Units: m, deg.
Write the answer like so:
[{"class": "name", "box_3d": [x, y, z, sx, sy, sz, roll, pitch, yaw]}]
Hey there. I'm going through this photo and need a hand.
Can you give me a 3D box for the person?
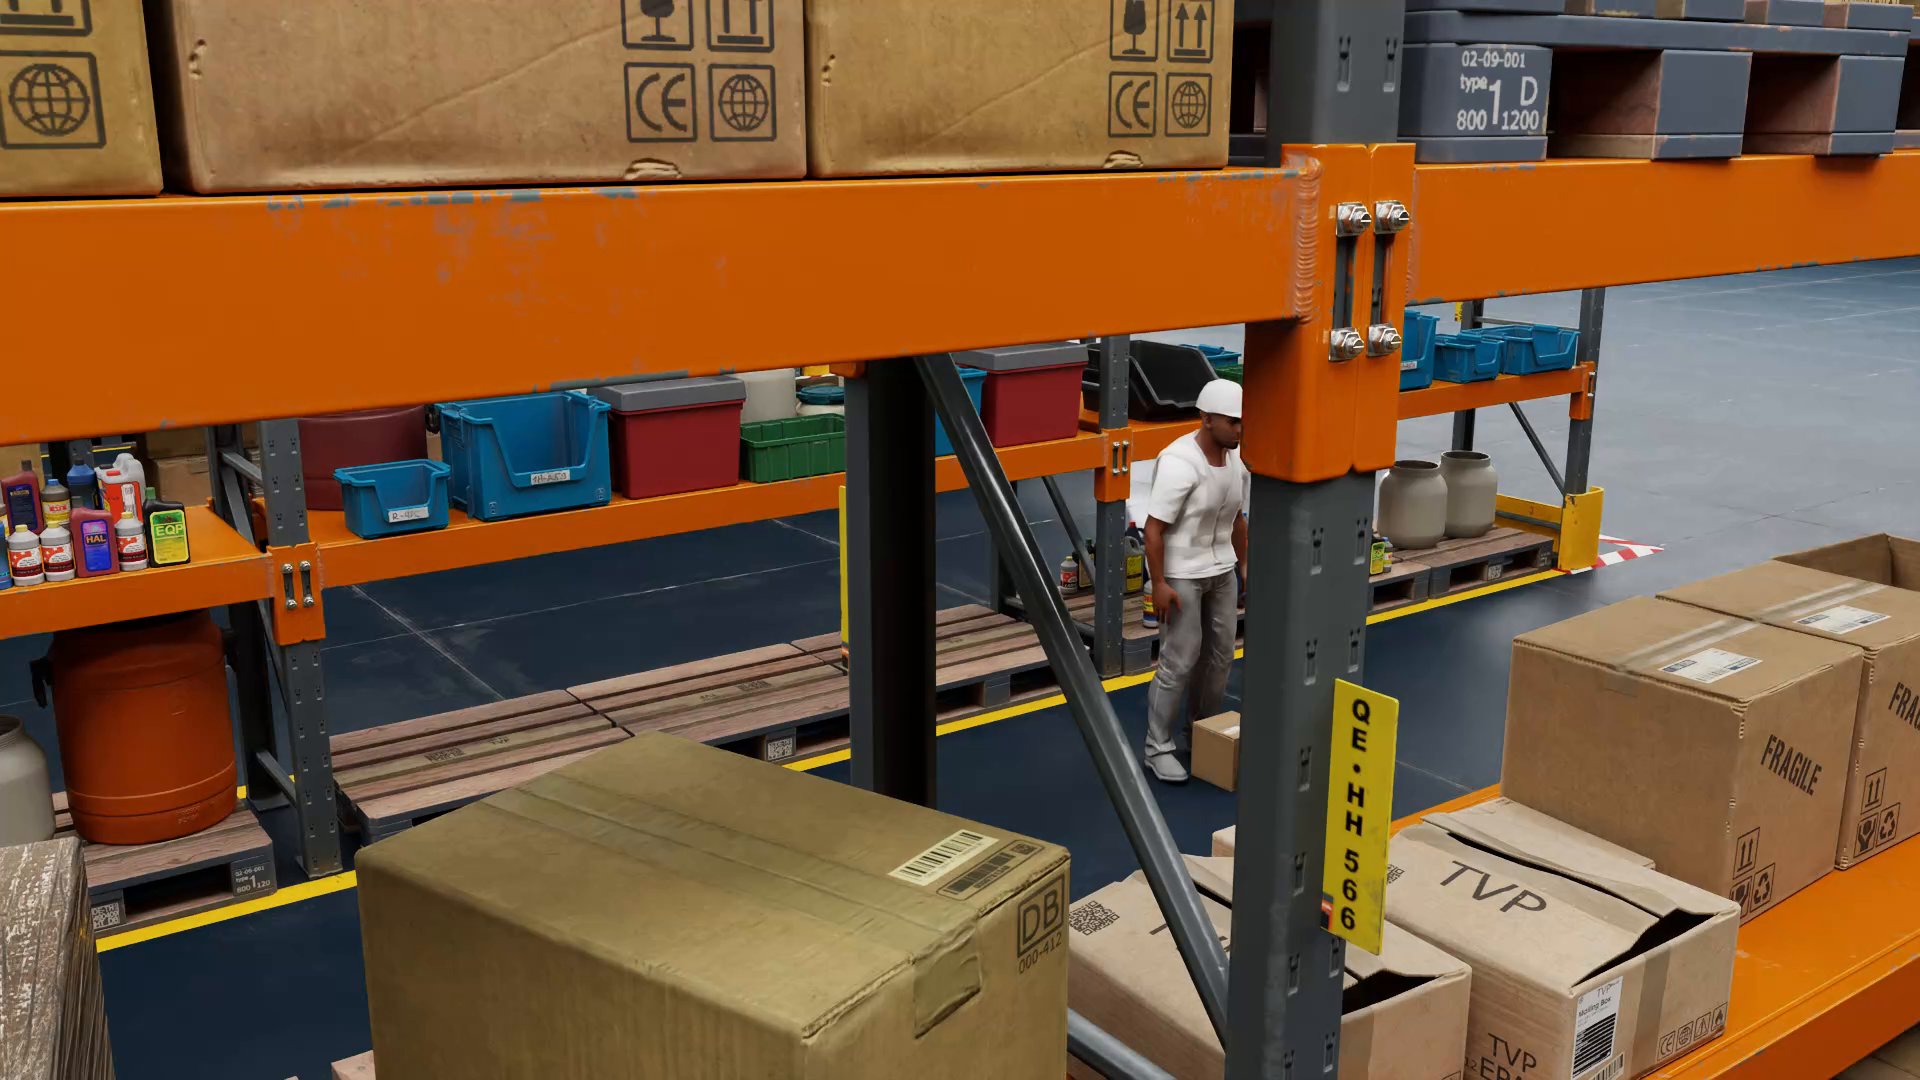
[{"class": "person", "box_3d": [1.070, 0.159, 7.354, 0.633, 1.759, 0.462, -12, 18, -38]}]
